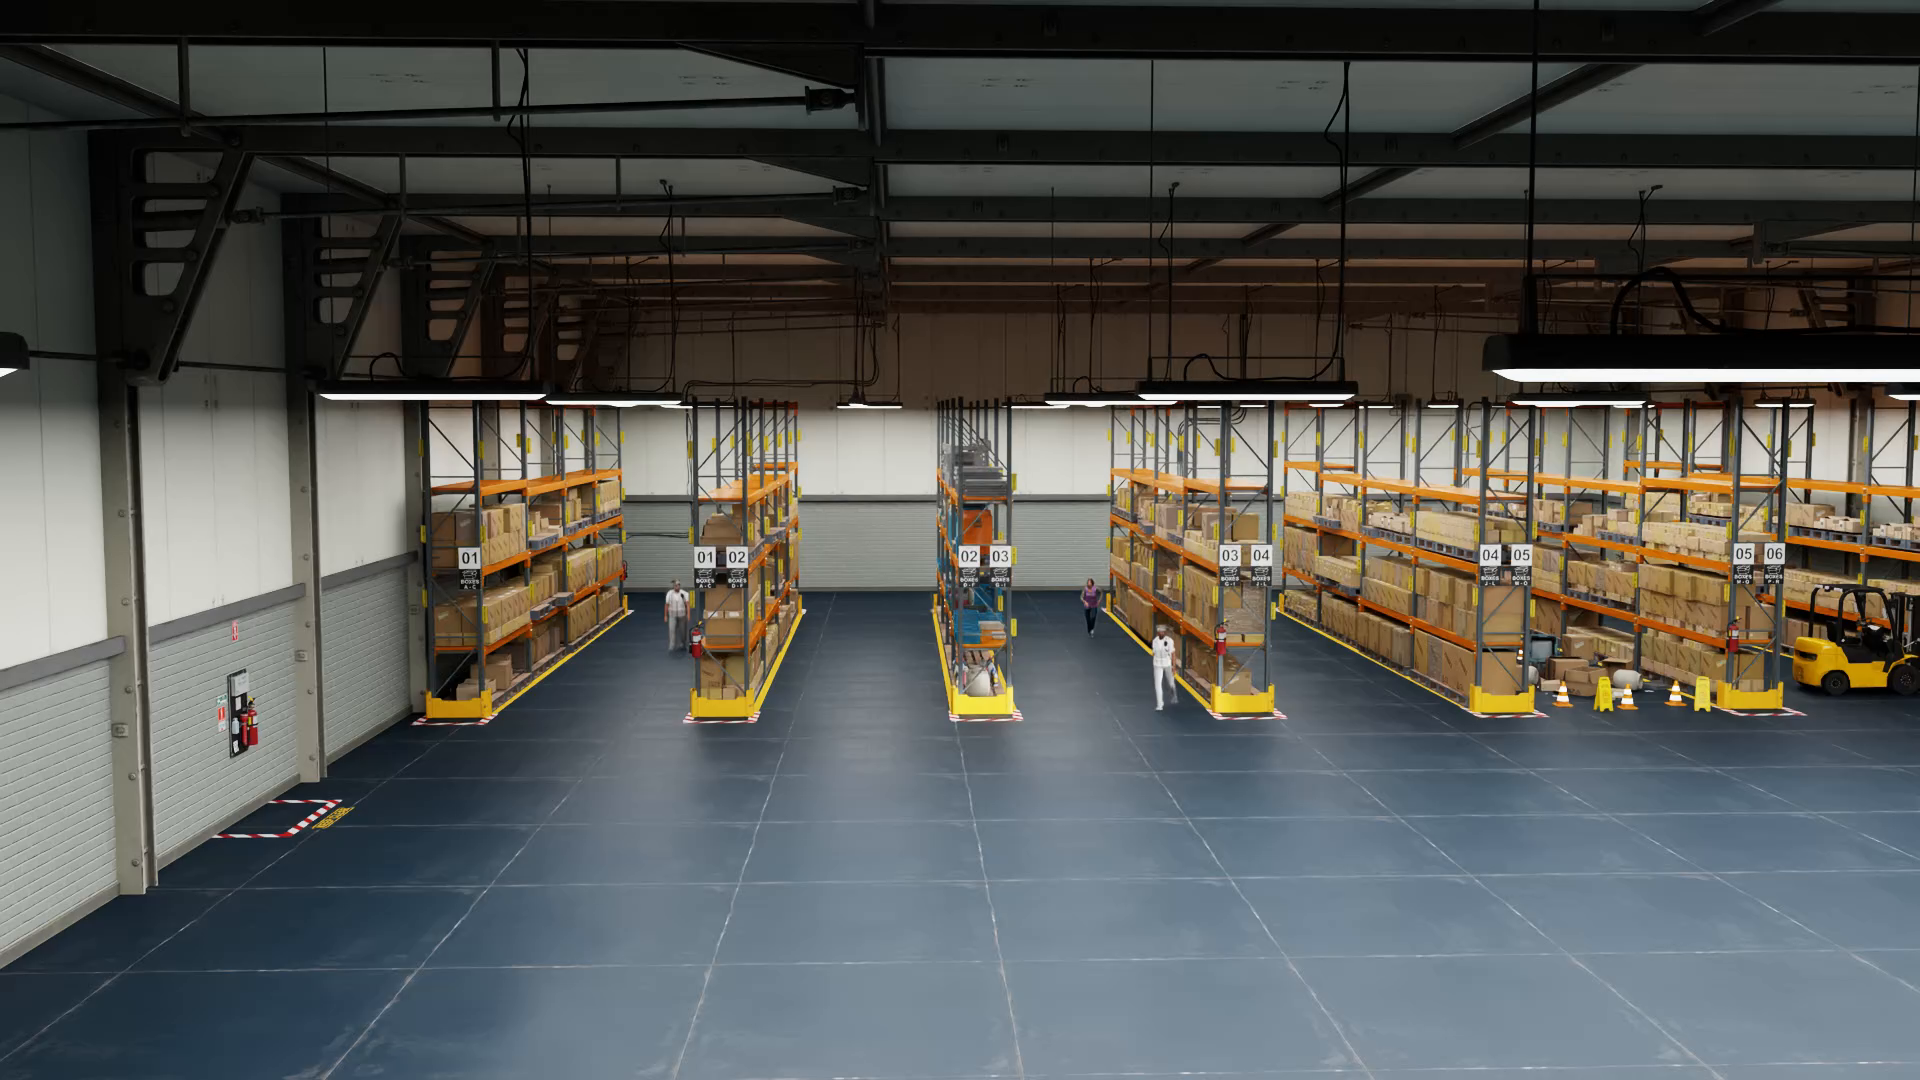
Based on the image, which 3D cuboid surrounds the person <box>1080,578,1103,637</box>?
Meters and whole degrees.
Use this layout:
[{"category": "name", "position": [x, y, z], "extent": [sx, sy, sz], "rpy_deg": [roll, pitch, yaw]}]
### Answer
[{"category": "person", "position": [3.330, 1.702, 42.038], "extent": [0.578, 1.516, 0.795], "rpy_deg": [1, 4, 7]}]

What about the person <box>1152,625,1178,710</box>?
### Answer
[{"category": "person", "position": [3.951, 2.425, 32.085], "extent": [0.482, 1.633, 0.938], "rpy_deg": [2, 5, 20]}]

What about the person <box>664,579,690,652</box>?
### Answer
[{"category": "person", "position": [-6.765, 1.778, 39.748], "extent": [0.657, 1.706, 1.084], "rpy_deg": [0, 4, -1]}]
